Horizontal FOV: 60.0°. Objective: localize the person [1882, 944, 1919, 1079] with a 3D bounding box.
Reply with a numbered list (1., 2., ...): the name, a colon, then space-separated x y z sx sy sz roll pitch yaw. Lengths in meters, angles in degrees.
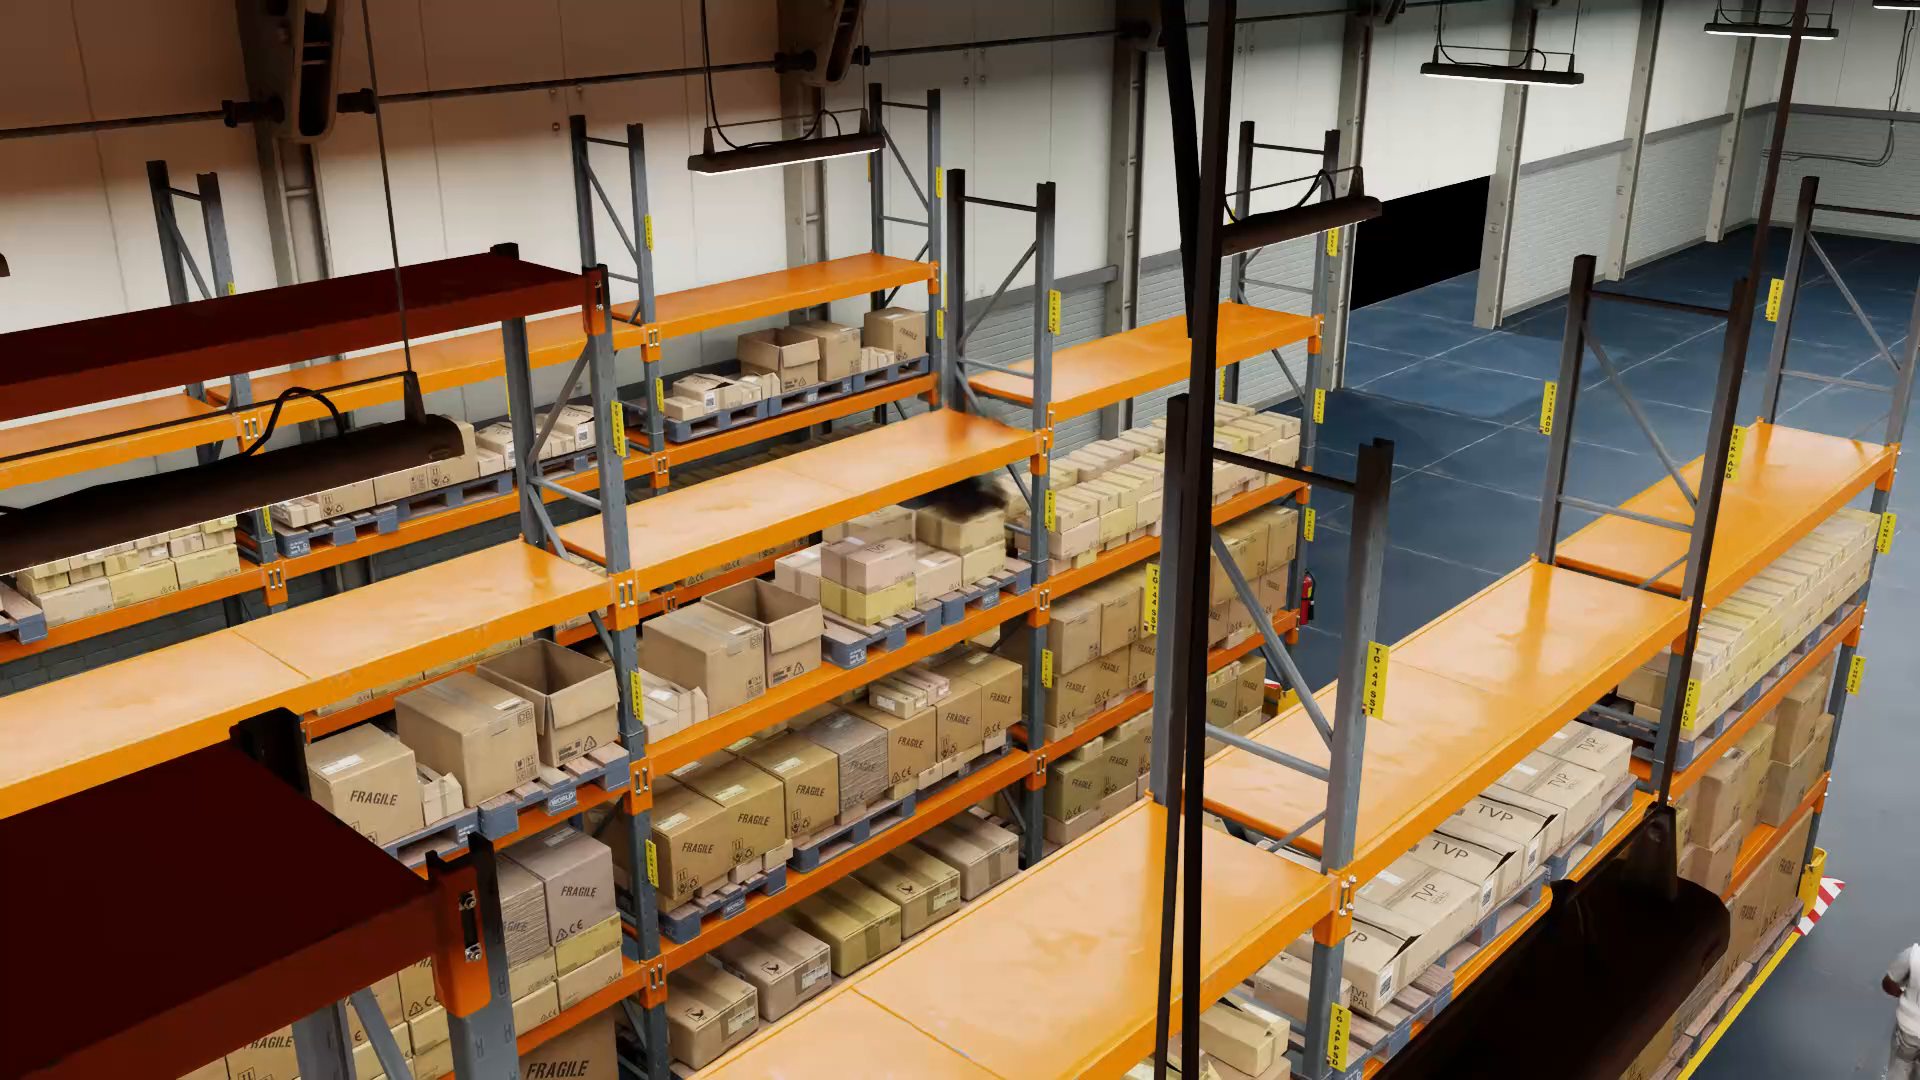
1. person: 6.513 3.279 11.141 0.691 1.749 0.684 13 25 30
